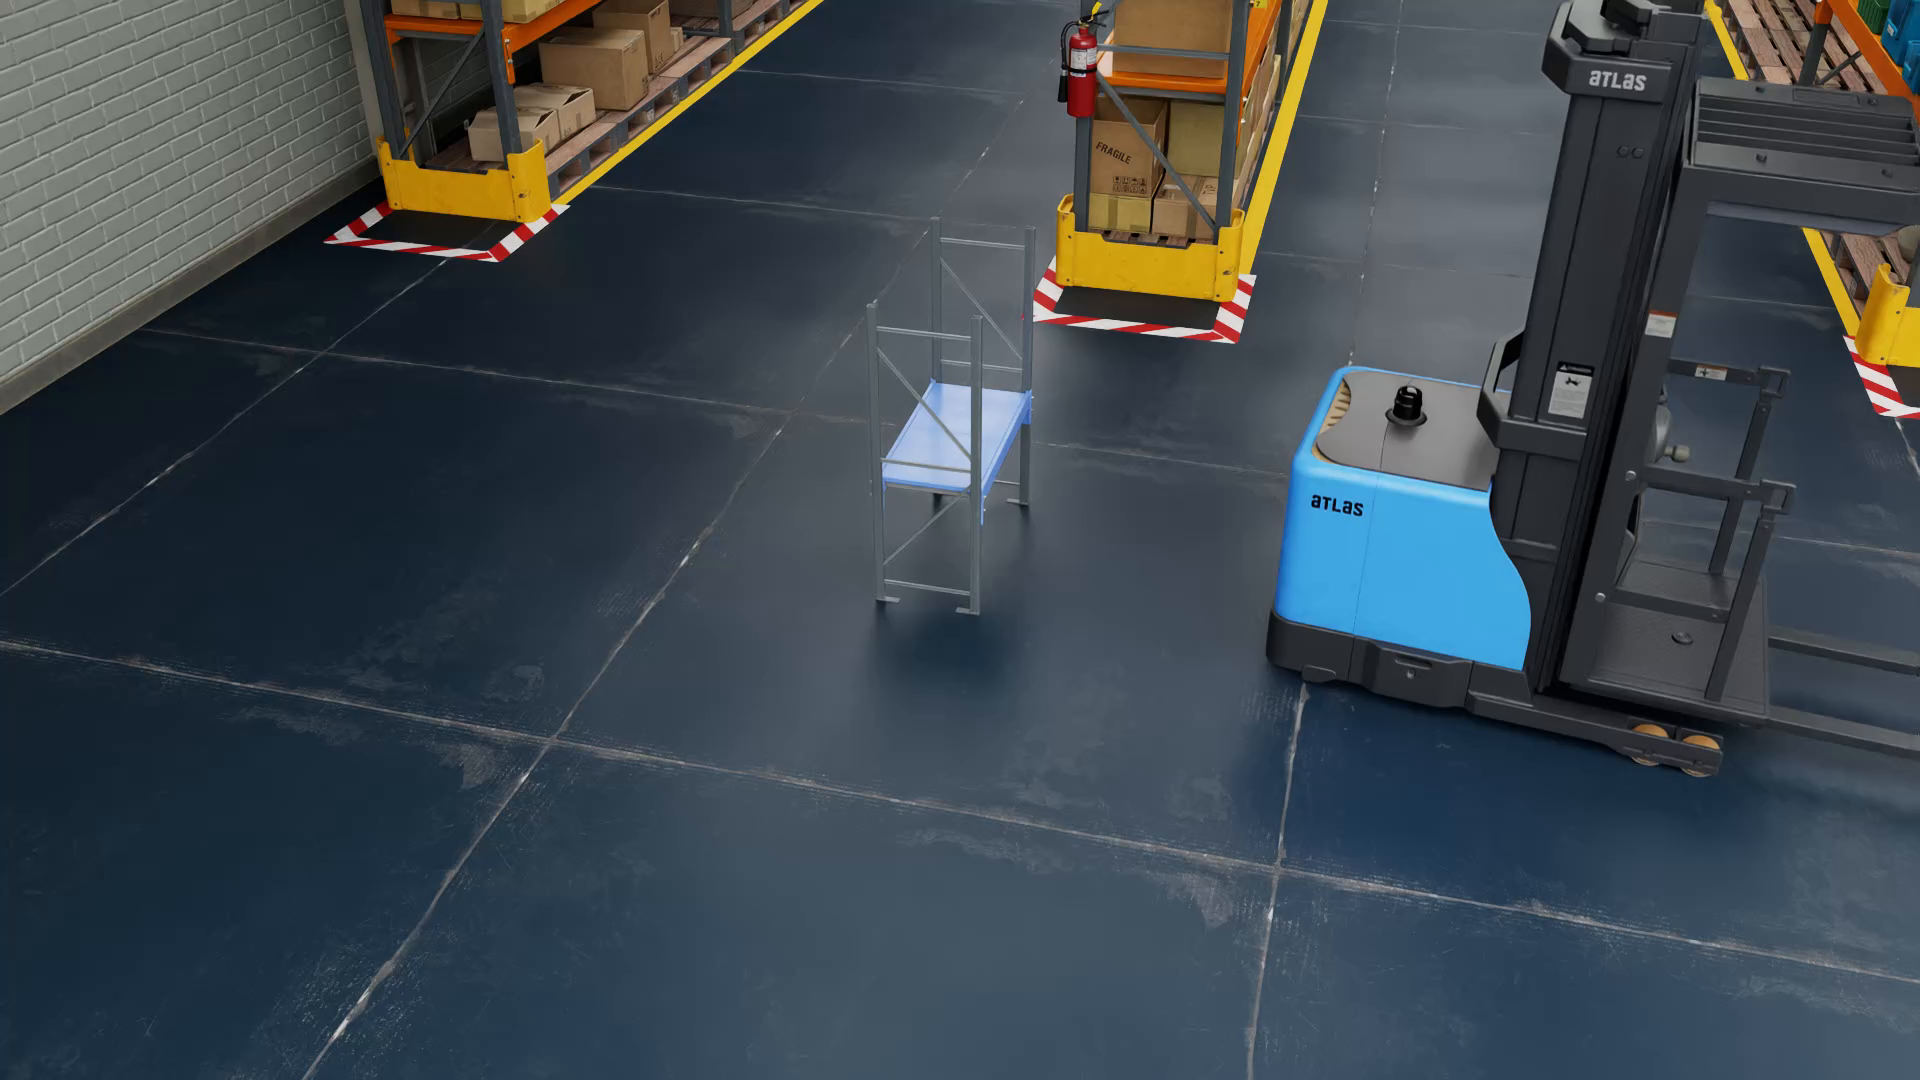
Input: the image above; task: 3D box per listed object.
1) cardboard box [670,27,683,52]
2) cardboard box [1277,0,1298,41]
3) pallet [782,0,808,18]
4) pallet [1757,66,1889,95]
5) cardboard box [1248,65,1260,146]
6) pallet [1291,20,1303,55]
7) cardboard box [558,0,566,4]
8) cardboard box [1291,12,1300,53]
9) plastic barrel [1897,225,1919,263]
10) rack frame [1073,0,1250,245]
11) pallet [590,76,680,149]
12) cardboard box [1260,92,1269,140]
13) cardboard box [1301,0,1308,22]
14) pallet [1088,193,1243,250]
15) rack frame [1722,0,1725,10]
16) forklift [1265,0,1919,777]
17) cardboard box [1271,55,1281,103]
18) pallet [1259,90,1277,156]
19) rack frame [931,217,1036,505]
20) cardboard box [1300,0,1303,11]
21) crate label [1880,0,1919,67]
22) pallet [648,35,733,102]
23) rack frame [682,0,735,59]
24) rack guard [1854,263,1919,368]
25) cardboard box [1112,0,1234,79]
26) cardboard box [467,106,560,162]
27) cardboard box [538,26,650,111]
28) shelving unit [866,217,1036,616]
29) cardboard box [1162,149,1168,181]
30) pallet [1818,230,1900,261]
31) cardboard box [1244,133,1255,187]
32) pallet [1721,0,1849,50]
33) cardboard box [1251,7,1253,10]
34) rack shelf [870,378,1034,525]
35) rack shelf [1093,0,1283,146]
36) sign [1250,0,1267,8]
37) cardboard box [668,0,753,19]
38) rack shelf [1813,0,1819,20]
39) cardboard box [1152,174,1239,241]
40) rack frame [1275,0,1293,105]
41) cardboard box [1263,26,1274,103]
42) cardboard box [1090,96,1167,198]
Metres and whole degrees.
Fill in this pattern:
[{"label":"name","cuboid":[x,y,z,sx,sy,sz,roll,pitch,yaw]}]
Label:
[{"label":"cardboard box","cuboid":[-2.658,-4.419,14.635,0.380,0.166,0.250,4,33,6]},{"label":"cardboard box","cuboid":[2.587,-4.472,14.137,0.500,0.311,0.500,8,33,13]},{"label":"pallet","cuboid":[-2.047,-5.573,16.819,1.003,0.211,1.213,8,33,12]},{"label":"pallet","cuboid":[7.193,-3.597,13.712,1.003,0.211,1.213,8,33,12]},{"label":"cardboard box","cuboid":[1.817,-3.064,11.747,0.500,0.500,0.500,8,33,12]},{"label":"pallet","cuboid":[2.698,-4.884,15.735,1.003,0.211,1.213,8,33,12]},{"label":"cardboard box","cuboid":[-3.017,-4.061,11.963,0.500,0.250,0.500,7,33,11]},{"label":"cardboard box","cuboid":[2.714,-4.495,14.697,0.500,0.250,0.500,9,33,14]},{"label":"plastic barrel","cuboid":[6.237,-2.025,10.567,0.421,0.512,0.421,0,32,0]},{"label":"rack frame","cuboid":[1.226,-2.962,10.113,1.000,3.000,0.127,8,33,12]},{"label":"pallet","cuboid":[-2.995,-3.545,13.630,1.003,0.211,1.213,8,33,12]},{"label":"cardboard box","cuboid":[2.086,-3.265,12.761,0.500,0.250,0.500,8,33,12]},{"label":"cardboard box","cuboid":[2.973,-5.028,15.535,0.500,0.250,0.500,9,33,13]},{"label":"pallet","cuboid":[1.380,-2.188,11.495,1.003,0.211,1.213,8,33,12]},{"label":"rack frame","cuboid":[8.047,-6.437,15.580,1.000,3.000,0.127,8,33,12]},{"label":"forklift","cuboid":[2.916,-0.601,6.464,3.031,2.935,1.130,12,34,18]},{"label":"cardboard box","cuboid":[2.335,-3.784,13.578,0.500,0.250,0.500,8,33,12]},{"label":"pallet","cuboid":[1.999,-3.454,13.486,1.003,0.211,1.213,8,33,12]},{"label":"rack frame","cuboid":[0.107,-0.852,8.193,0.500,1.500,0.032,8,33,12]},{"label":"cardboard box","cuboid":[2.849,-5.000,14.967,0.500,0.311,0.500,7,33,11]},{"label":"crate label","cuboid":[6.222,-3.293,10.600,0.502,0.435,0.616,8,33,12]},{"label":"pallet","cuboid":[-2.687,-4.180,14.629,1.003,0.211,1.213,8,33,12]},{"label":"rack frame","cuboid":[-2.551,-5.710,14.436,1.000,3.000,0.127,8,33,12]},{"label":"rack guard","cuboid":[5.990,-1.277,9.792,1.175,0.500,0.348,8,33,12]},{"label":"cardboard box","cuboid":[1.357,-3.245,10.465,0.700,0.500,0.500,8,33,12]},{"label":"cardboard box","cuboid":[-3.304,-3.032,12.320,0.500,0.311,0.500,4,33,7]},{"label":"cardboard box","cuboid":[-2.924,-3.782,13.323,0.700,0.500,0.500,6,33,9]},{"label":"shelving unit","cuboid":[-0.022,-0.589,7.778,0.538,1.500,1.048,8,33,12]},{"label":"cardboard box","cuboid":[1.192,-2.559,11.650,0.500,0.250,0.500,8,33,12]},{"label":"pallet","cuboid":[6.513,-2.207,11.524,1.003,0.211,1.213,8,33,12]},{"label":"cardboard box","cuboid":[1.828,-2.746,11.945,0.500,0.250,0.500,8,33,12]},{"label":"pallet","cuboid":[7.813,-4.864,15.704,1.003,0.211,1.213,8,33,12]},{"label":"cardboard box","cuboid":[1.747,-4.048,11.729,0.700,0.500,0.500,9,34,14]},{"label":"rack shelf","cuboid":[-0.022,-0.437,7.874,0.538,0.185,1.000,8,33,12]},{"label":"rack shelf","cuboid":[1.734,-3.696,11.939,1.077,0.370,4.000,8,33,12]},{"label":"sign","cuboid":[1.762,-3.282,9.736,0.100,0.325,0.005,8,33,12]},{"label":"cardboard box","cuboid":[-2.380,-5.225,15.593,0.700,0.500,0.500,9,34,14]},{"label":"rack shelf","cuboid":[7.539,-5.096,14.140,1.077,0.370,4.000,8,33,12]},{"label":"cardboard box","cuboid":[1.578,-2.227,11.129,0.500,0.250,0.500,8,33,12]},{"label":"rack frame","cuboid":[2.241,-5.038,13.379,1.000,3.000,0.127,8,33,12]},{"label":"cardboard box","cuboid":[2.074,-3.583,12.562,0.500,0.500,0.500,8,33,12]},{"label":"cardboard box","cuboid":[1.075,-2.614,11.039,0.500,0.500,0.500,8,33,12]}]
